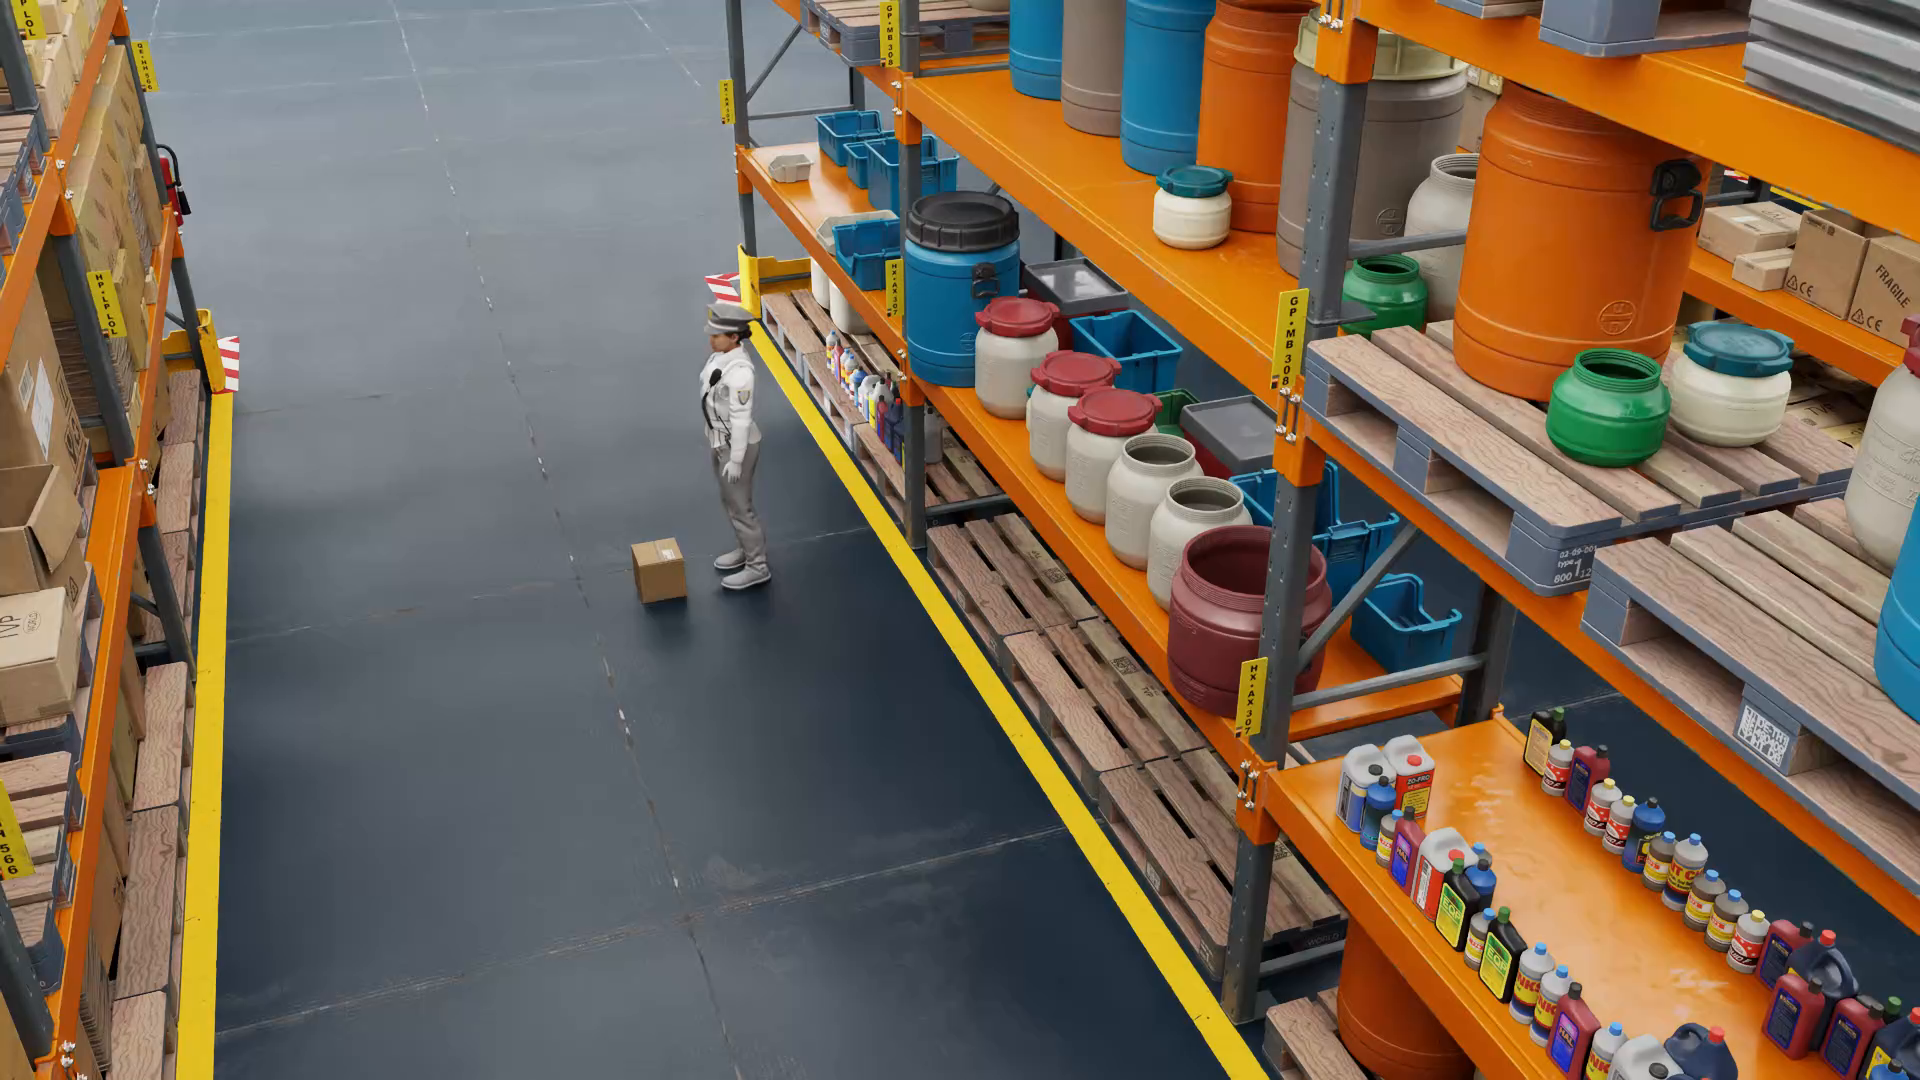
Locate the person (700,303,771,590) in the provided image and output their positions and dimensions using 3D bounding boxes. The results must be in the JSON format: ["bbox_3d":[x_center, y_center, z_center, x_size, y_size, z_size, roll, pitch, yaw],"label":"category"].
[{"bbox_3d":[-1.264,-0.519,9.227,0.337,1.676,0.466,-10,31,-16],"label":"person"}]
